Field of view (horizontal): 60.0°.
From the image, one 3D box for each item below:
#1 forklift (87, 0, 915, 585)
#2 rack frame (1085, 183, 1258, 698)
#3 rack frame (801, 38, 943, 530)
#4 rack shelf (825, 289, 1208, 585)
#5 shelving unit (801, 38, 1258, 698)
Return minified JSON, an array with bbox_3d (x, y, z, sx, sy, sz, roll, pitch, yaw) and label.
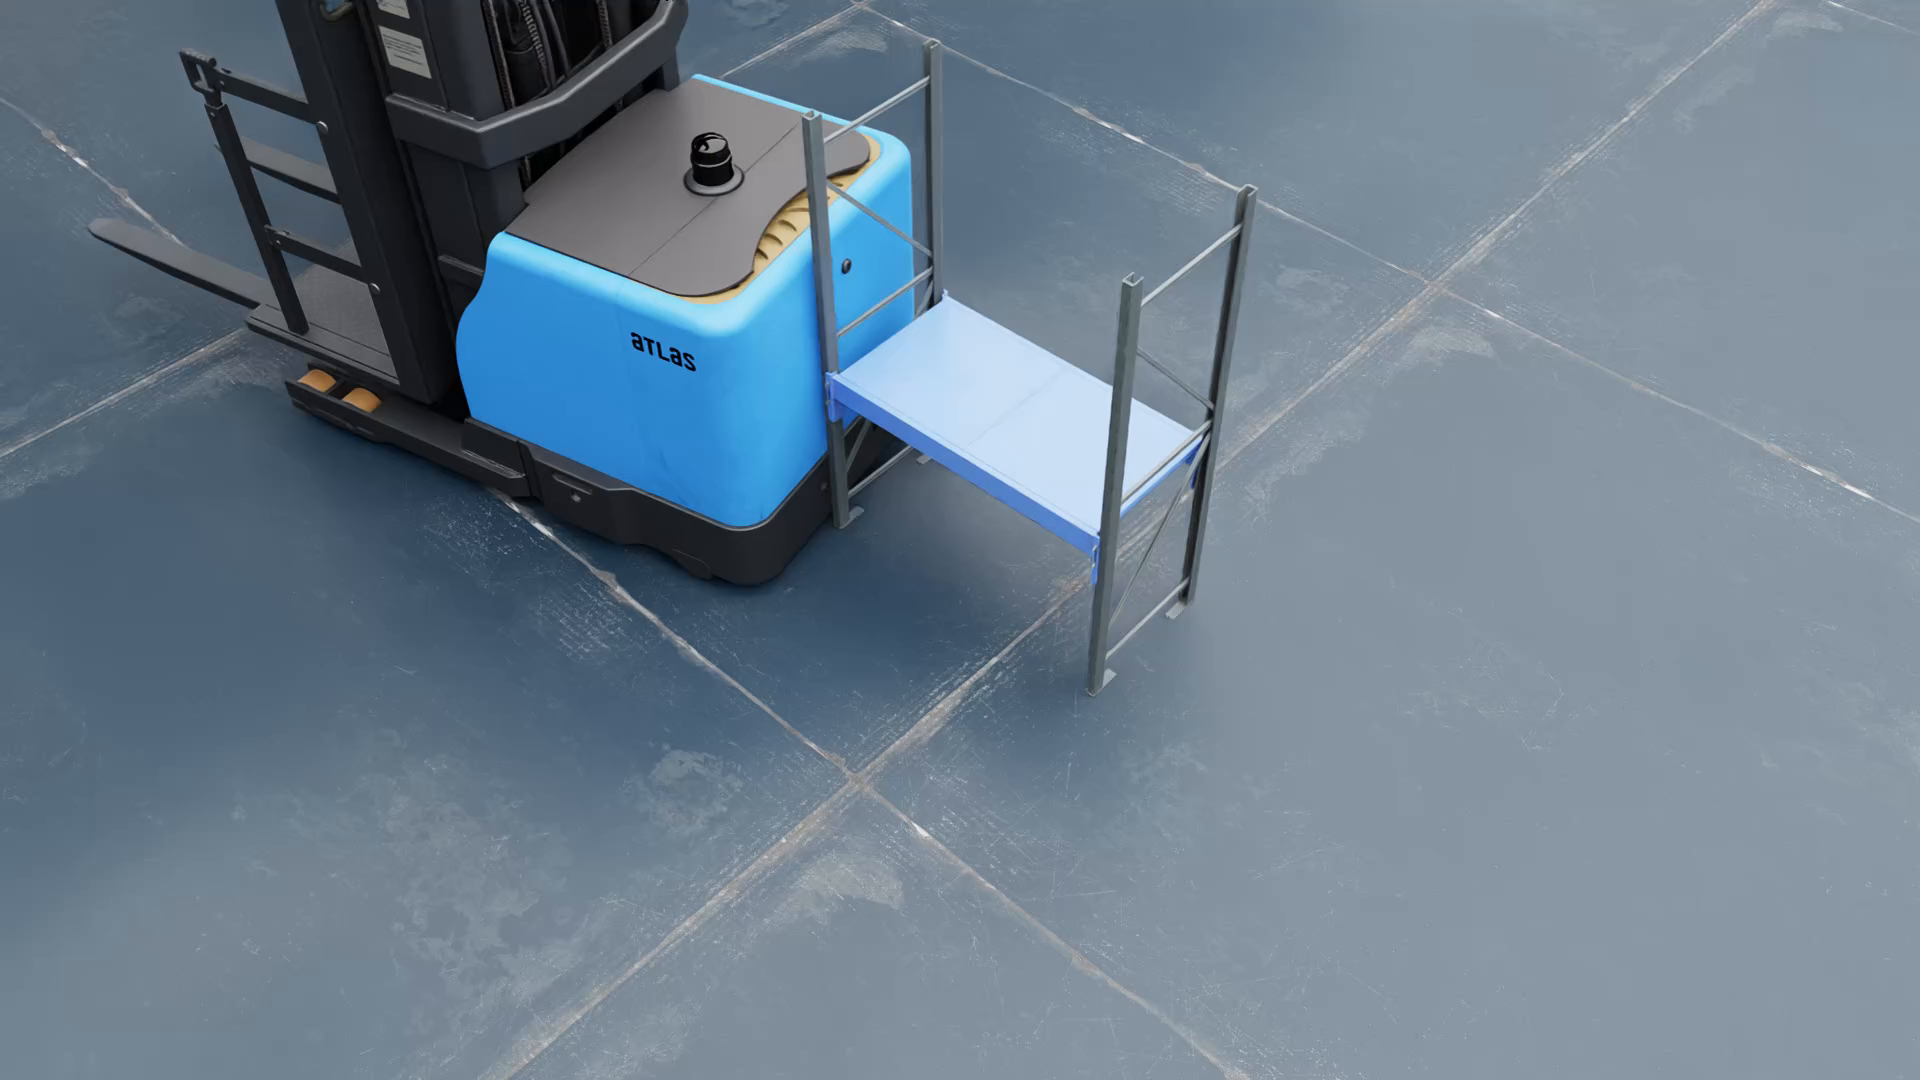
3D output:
[{"bbox_3d":[-1.671,-1.659,4.797,3.031,2.935,1.130,22,51,19],"label":"forklift"},{"bbox_3d":[0.540,-0.200,4.409,0.032,1.500,0.500,33,55,27],"label":"rack frame"},{"bbox_3d":[-0.226,-0.688,4.867,0.032,1.500,0.500,33,55,27],"label":"rack frame"},{"bbox_3d":[0.157,-0.321,4.769,1.000,0.185,0.538,33,55,27],"label":"rack shelf"},{"bbox_3d":[0.157,-0.444,4.638,1.048,1.500,0.538,33,55,27],"label":"shelving unit"}]
